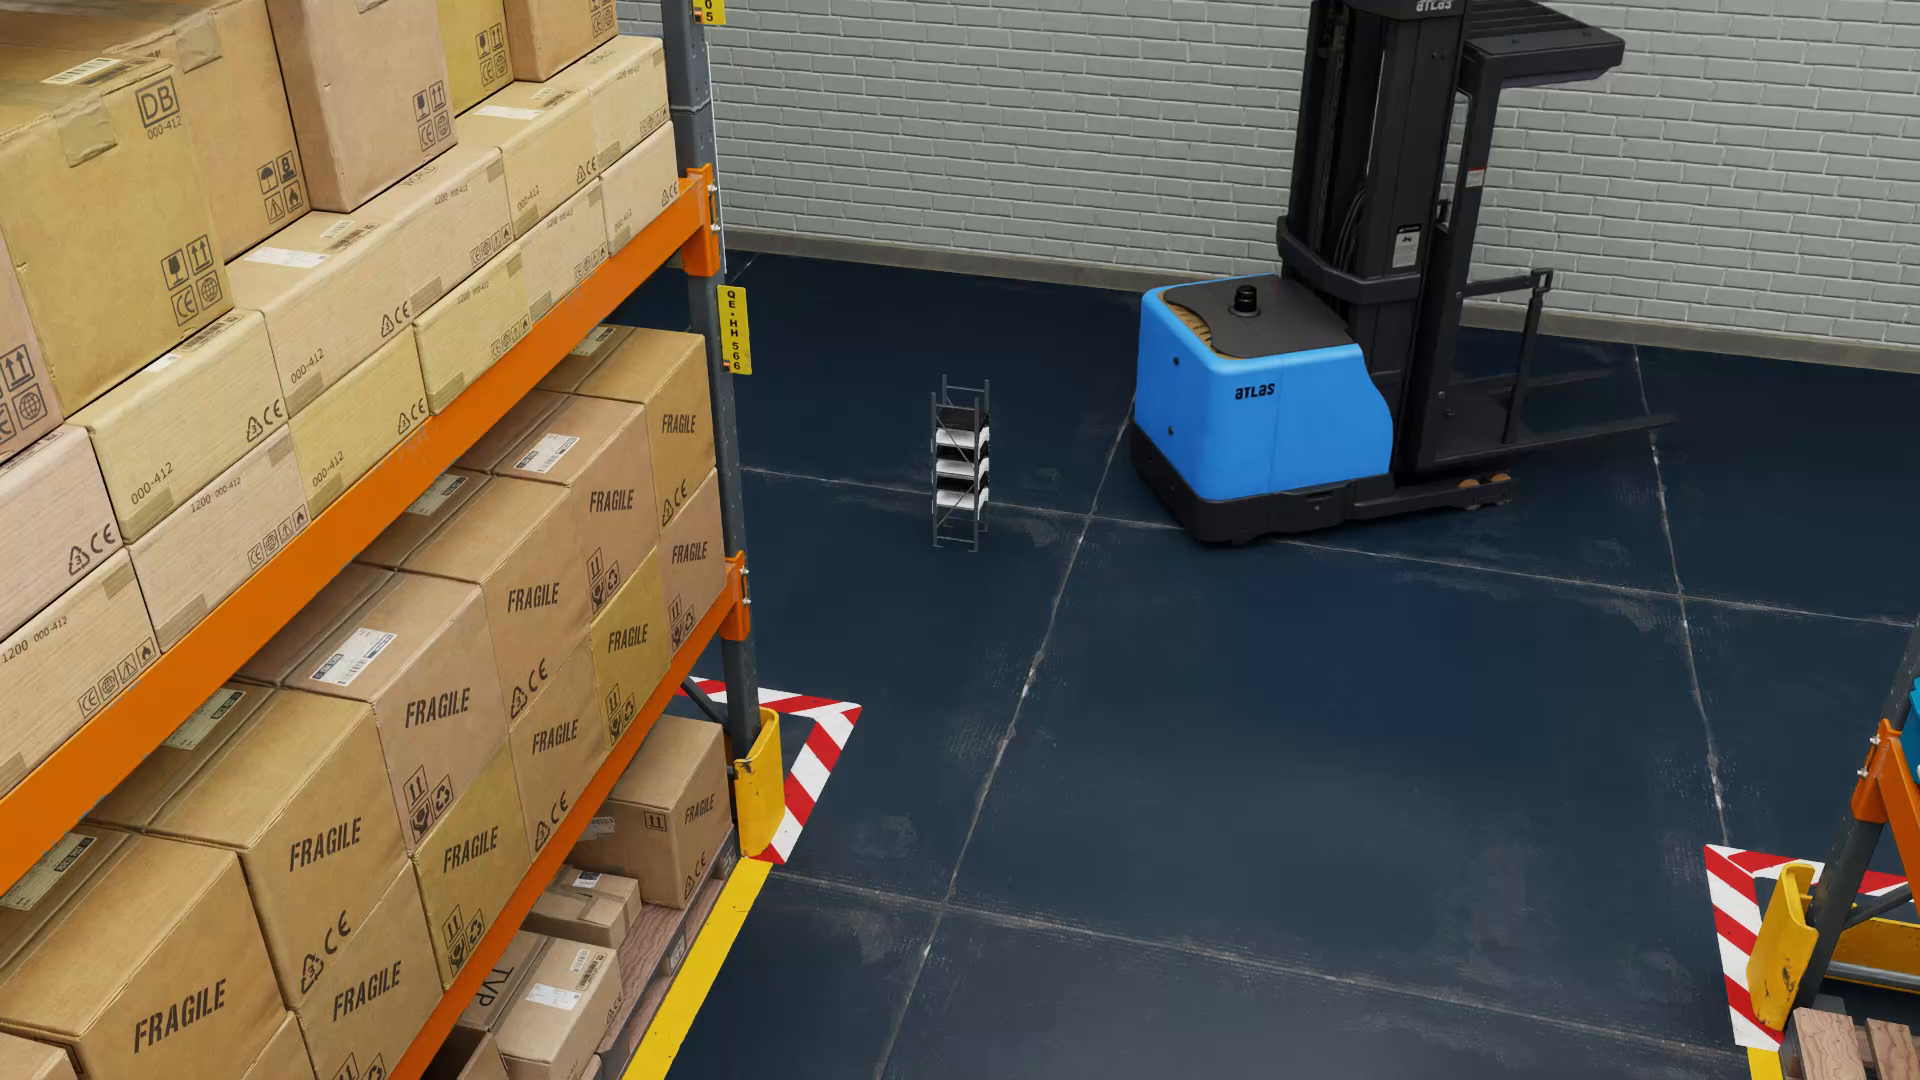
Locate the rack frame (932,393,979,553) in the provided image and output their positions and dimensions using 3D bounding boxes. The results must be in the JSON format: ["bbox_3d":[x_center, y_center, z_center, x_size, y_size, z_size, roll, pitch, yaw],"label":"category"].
[{"bbox_3d":[-0.024,-0.331,8.432,0.240,0.900,0.006,8,33,12],"label":"rack frame"}]

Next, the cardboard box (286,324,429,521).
[{"bbox_3d":[-1.576,-0.307,3.780,0.500,0.250,0.500,8,33,12],"label":"cardboard box"}]

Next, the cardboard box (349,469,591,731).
[{"bbox_3d":[-1.407,0.153,4.688,0.500,0.500,0.500,9,34,14],"label":"cardboard box"}]

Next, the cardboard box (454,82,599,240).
[{"bbox_3d":[-1.316,-1.036,4.461,0.500,0.250,0.500,8,33,12],"label":"cardboard box"}]

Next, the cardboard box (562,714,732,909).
[{"bbox_3d":[-1.206,1.002,6.298,0.500,0.500,0.500,8,33,12],"label":"cardboard box"}]

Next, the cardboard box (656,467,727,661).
[{"bbox_3d":[-1.156,0.044,5.791,0.500,0.500,0.500,9,34,14],"label":"cardboard box"}]

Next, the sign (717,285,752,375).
[{"bbox_3d":[-0.774,-0.719,5.711,0.100,0.325,0.005,8,33,12],"label":"sign"}]

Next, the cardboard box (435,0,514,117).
[{"bbox_3d":[-1.629,-1.396,4.329,0.700,0.500,0.500,8,33,12],"label":"cardboard box"}]

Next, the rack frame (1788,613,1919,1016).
[{"bbox_3d":[3.484,0.493,5.178,1.000,3.000,0.127,8,33,12],"label":"rack frame"}]

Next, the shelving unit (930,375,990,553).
[{"bbox_3d":[0.002,-0.384,8.515,0.258,0.900,0.210,8,33,12],"label":"shelving unit"}]

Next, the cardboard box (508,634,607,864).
[{"bbox_3d":[-1.417,0.572,4.961,0.500,0.500,0.500,8,33,13],"label":"cardboard box"}]

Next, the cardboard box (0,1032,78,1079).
[{"bbox_3d":[-1.929,1.222,3.006,0.500,0.500,0.500,9,34,14],"label":"cardboard box"}]

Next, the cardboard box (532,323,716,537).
[{"bbox_3d":[-1.153,-0.379,5.525,0.500,0.500,0.500,8,33,12],"label":"cardboard box"}]

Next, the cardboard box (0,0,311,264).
[{"bbox_3d":[-1.870,-0.876,3.510,0.700,0.500,0.500,8,33,12],"label":"cardboard box"}]

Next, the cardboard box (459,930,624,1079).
[{"bbox_3d":[-1.476,1.596,5.596,0.500,0.250,0.500,8,33,12],"label":"cardboard box"}]

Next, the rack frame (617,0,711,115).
[{"bbox_3d":[-1.306,-2.715,4.633,1.000,3.000,0.127,8,33,12],"label":"rack frame"}]

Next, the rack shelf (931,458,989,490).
[{"bbox_3d":[0.002,-0.356,8.533,0.258,0.077,0.200,8,33,12],"label":"rack shelf"}]

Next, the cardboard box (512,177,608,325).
[{"bbox_3d":[-1.319,-0.825,4.596,0.500,0.250,0.500,8,33,12],"label":"cardboard box"}]

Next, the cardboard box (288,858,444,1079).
[{"bbox_3d":[-1.672,1.098,4.134,0.500,0.500,0.500,8,33,12],"label":"cardboard box"}]

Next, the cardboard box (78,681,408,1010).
[{"bbox_3d":[-1.668,0.688,3.847,0.500,0.500,0.500,7,33,11],"label":"cardboard box"}]

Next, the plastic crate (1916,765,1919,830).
[{"bbox_3d":[2.942,0.818,4.858,0.250,0.136,0.298,8,33,12],"label":"plastic crate"}]

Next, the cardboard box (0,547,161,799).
[{"bbox_3d":[-1.828,0.213,2.964,0.500,0.250,0.500,8,33,12],"label":"cardboard box"}]

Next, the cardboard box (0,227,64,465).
[{"bbox_3d":[-1.971,-0.335,2.660,0.700,0.500,0.500,8,33,12],"label":"cardboard box"}]

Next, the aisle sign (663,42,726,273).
[{"bbox_3d":[-0.992,-1.274,5.535,0.394,0.787,0.004,8,33,12],"label":"aisle sign"}]

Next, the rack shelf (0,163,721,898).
[{"bbox_3d":[-1.814,-0.107,3.998,1.077,0.370,4.000,8,33,12],"label":"rack shelf"}]

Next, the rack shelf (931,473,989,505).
[{"bbox_3d":[0.002,-0.280,8.581,0.258,0.077,0.200,8,33,12],"label":"rack shelf"}]

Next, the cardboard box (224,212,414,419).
[{"bbox_3d":[-1.567,-0.516,3.644,0.500,0.250,0.500,8,33,12],"label":"cardboard box"}]

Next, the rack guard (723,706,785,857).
[{"bbox_3d":[-1.325,0.911,6.851,1.175,0.500,0.348,8,33,12],"label":"rack guard"}]

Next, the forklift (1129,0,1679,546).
[{"bbox_3d":[2.528,-1.659,8.628,3.031,2.935,1.130,-9,34,-15],"label":"forklift"}]

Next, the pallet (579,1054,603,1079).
[{"bbox_3d":[-1.838,2.078,5.284,1.003,0.211,1.213,8,33,12],"label":"pallet"}]

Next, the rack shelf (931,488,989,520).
[{"bbox_3d":[0.002,-0.204,8.630,0.258,0.077,0.200,8,33,12],"label":"rack shelf"}]

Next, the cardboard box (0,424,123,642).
[{"bbox_3d":[-1.832,0.001,2.831,0.500,0.250,0.500,8,33,12],"label":"cardboard box"}]
